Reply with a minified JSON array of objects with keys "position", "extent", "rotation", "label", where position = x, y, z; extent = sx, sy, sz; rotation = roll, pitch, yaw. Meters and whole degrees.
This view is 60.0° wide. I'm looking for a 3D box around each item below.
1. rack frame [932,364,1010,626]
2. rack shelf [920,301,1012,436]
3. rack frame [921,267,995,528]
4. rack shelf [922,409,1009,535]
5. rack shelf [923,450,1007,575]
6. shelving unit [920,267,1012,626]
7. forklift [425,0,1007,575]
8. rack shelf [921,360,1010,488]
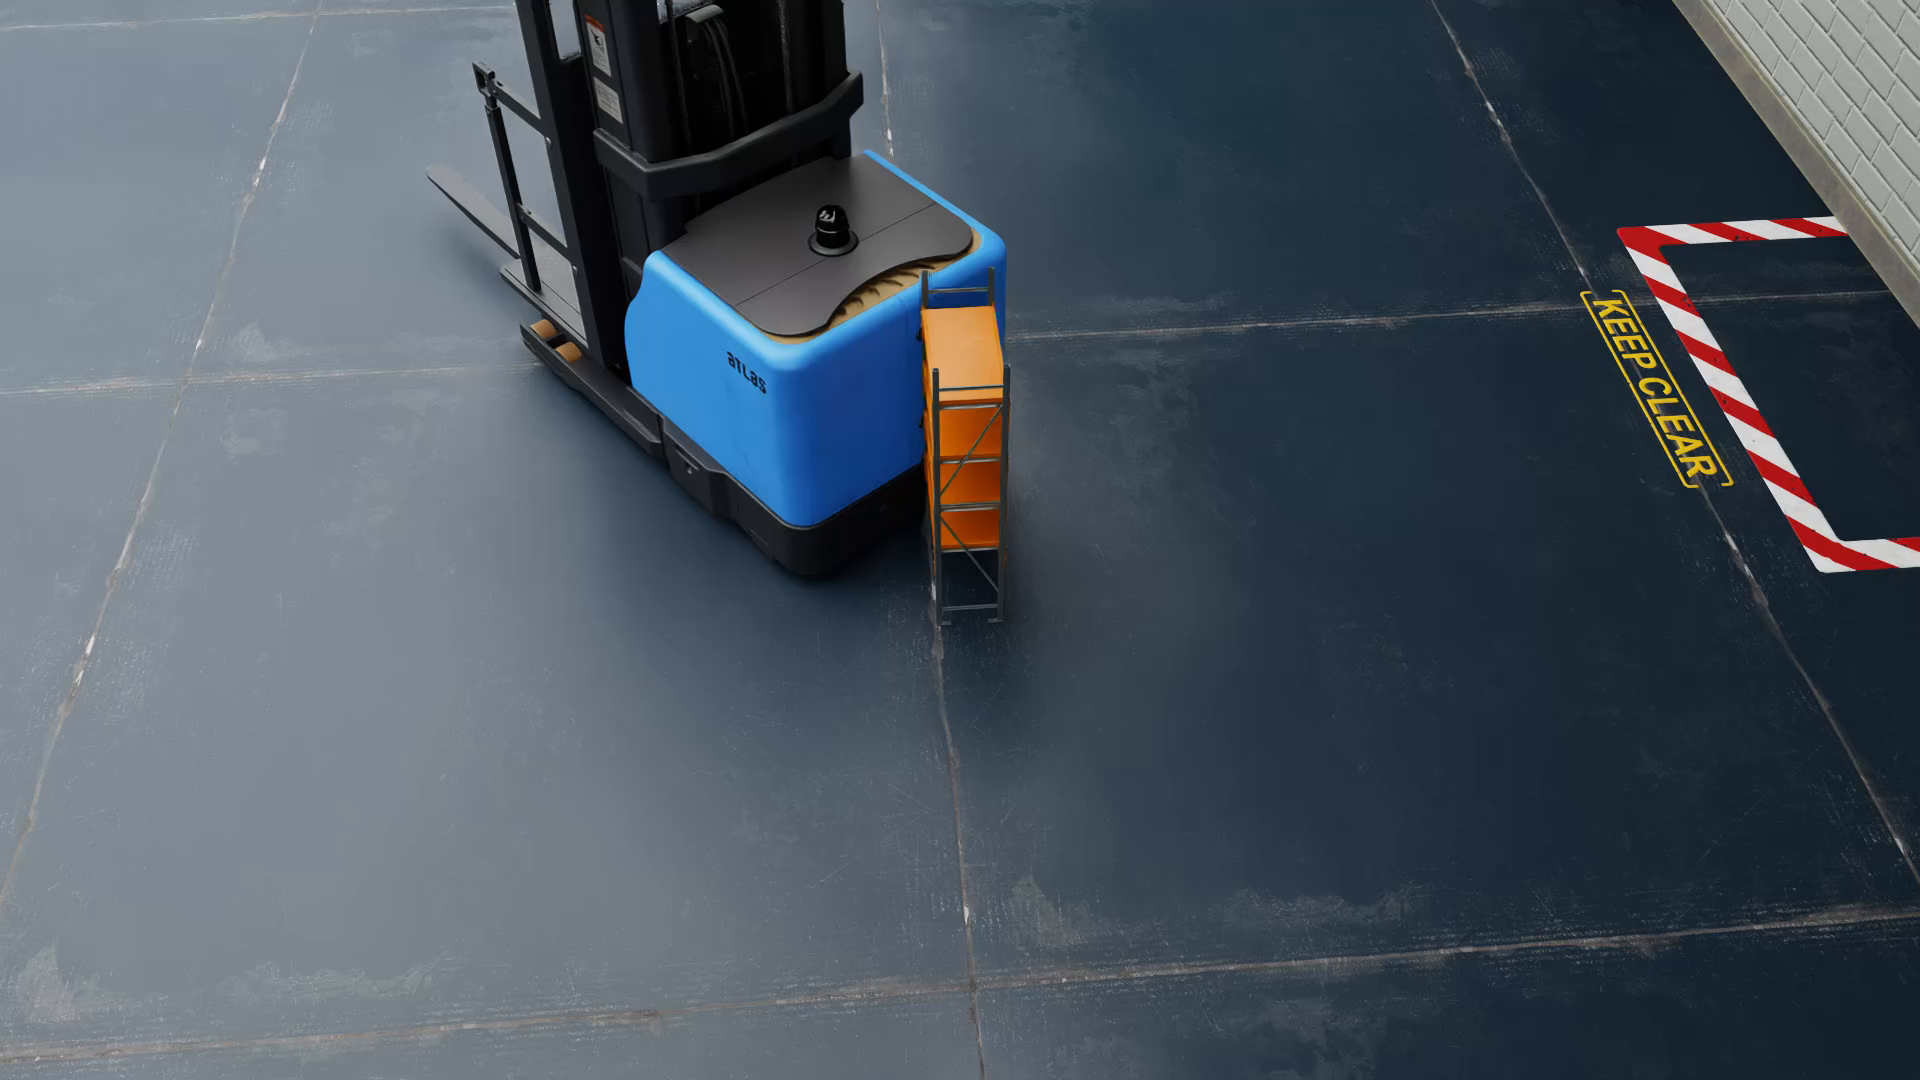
[{"position":[0.034,-0.116,5.534],"extent":[0.240,1.200,0.015],"rotation":[-3,47,-3],"label":"rack frame"},{"position":[0.014,-0.563,5.416],"extent":[0.258,0.148,0.480],"rotation":[-3,47,-3],"label":"rack shelf"},{"position":[-0.007,-0.469,5.868],"extent":[0.240,1.200,0.015],"rotation":[-3,47,-3],"label":"rack frame"},{"position":[0.014,-0.247,5.750],"extent":[0.258,0.148,0.480],"rotation":[-3,47,-3],"label":"rack shelf"},{"position":[0.014,-0.110,5.894],"extent":[0.258,0.148,0.480],"rotation":[-3,47,-3],"label":"rack shelf"},{"position":[0.014,-0.293,5.701],"extent":[0.258,1.200,0.503],"rotation":[-3,47,-3],"label":"shelving unit"},{"position":[-1.173,-1.874,6.006],"extent":[1.130,2.935,3.031],"rotation":[-33,55,-27],"label":"forklift"},{"position":[0.014,-0.400,5.587],"extent":[0.258,0.148,0.480],"rotation":[-3,47,-3],"label":"rack shelf"}]
